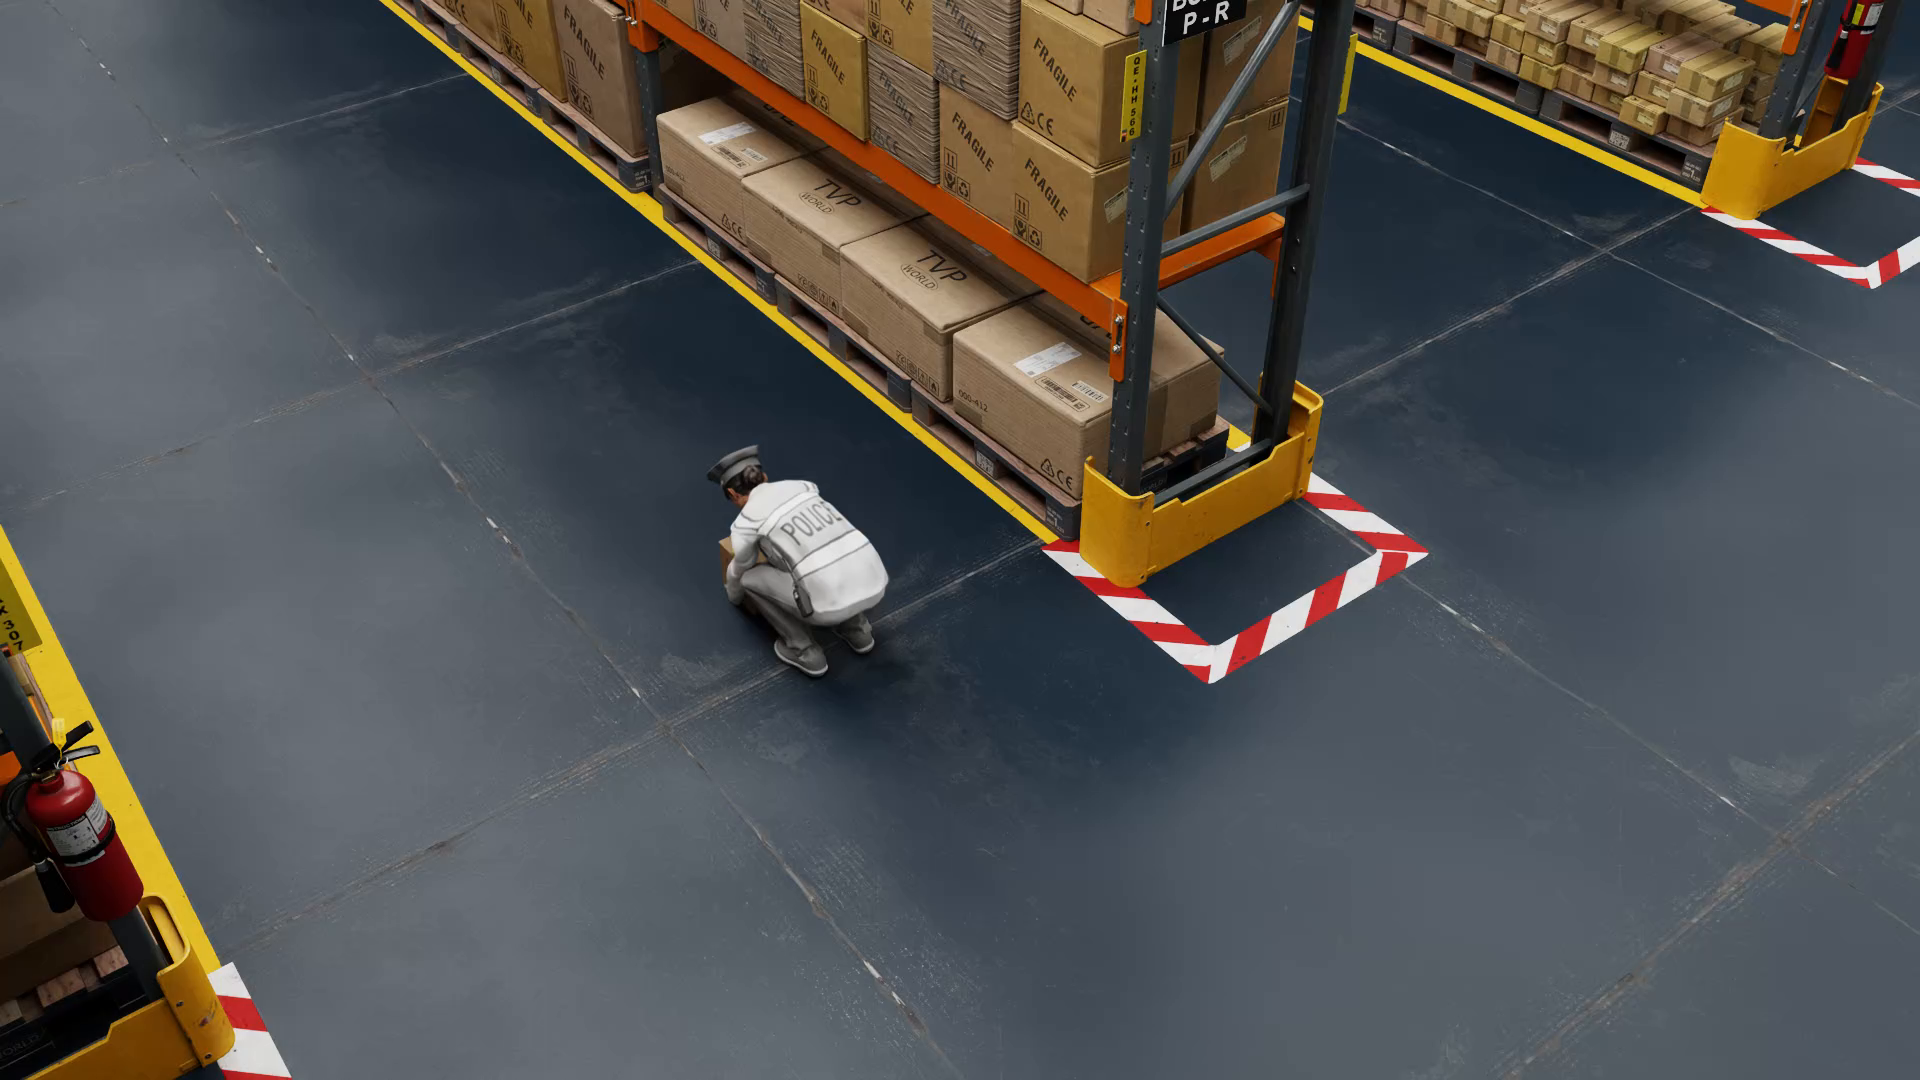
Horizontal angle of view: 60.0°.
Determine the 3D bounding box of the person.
[{"bbox_3d":[-0.667,0.089,6.779,0.465,0.823,0.898,-27,48,-28],"label":"person"}]
